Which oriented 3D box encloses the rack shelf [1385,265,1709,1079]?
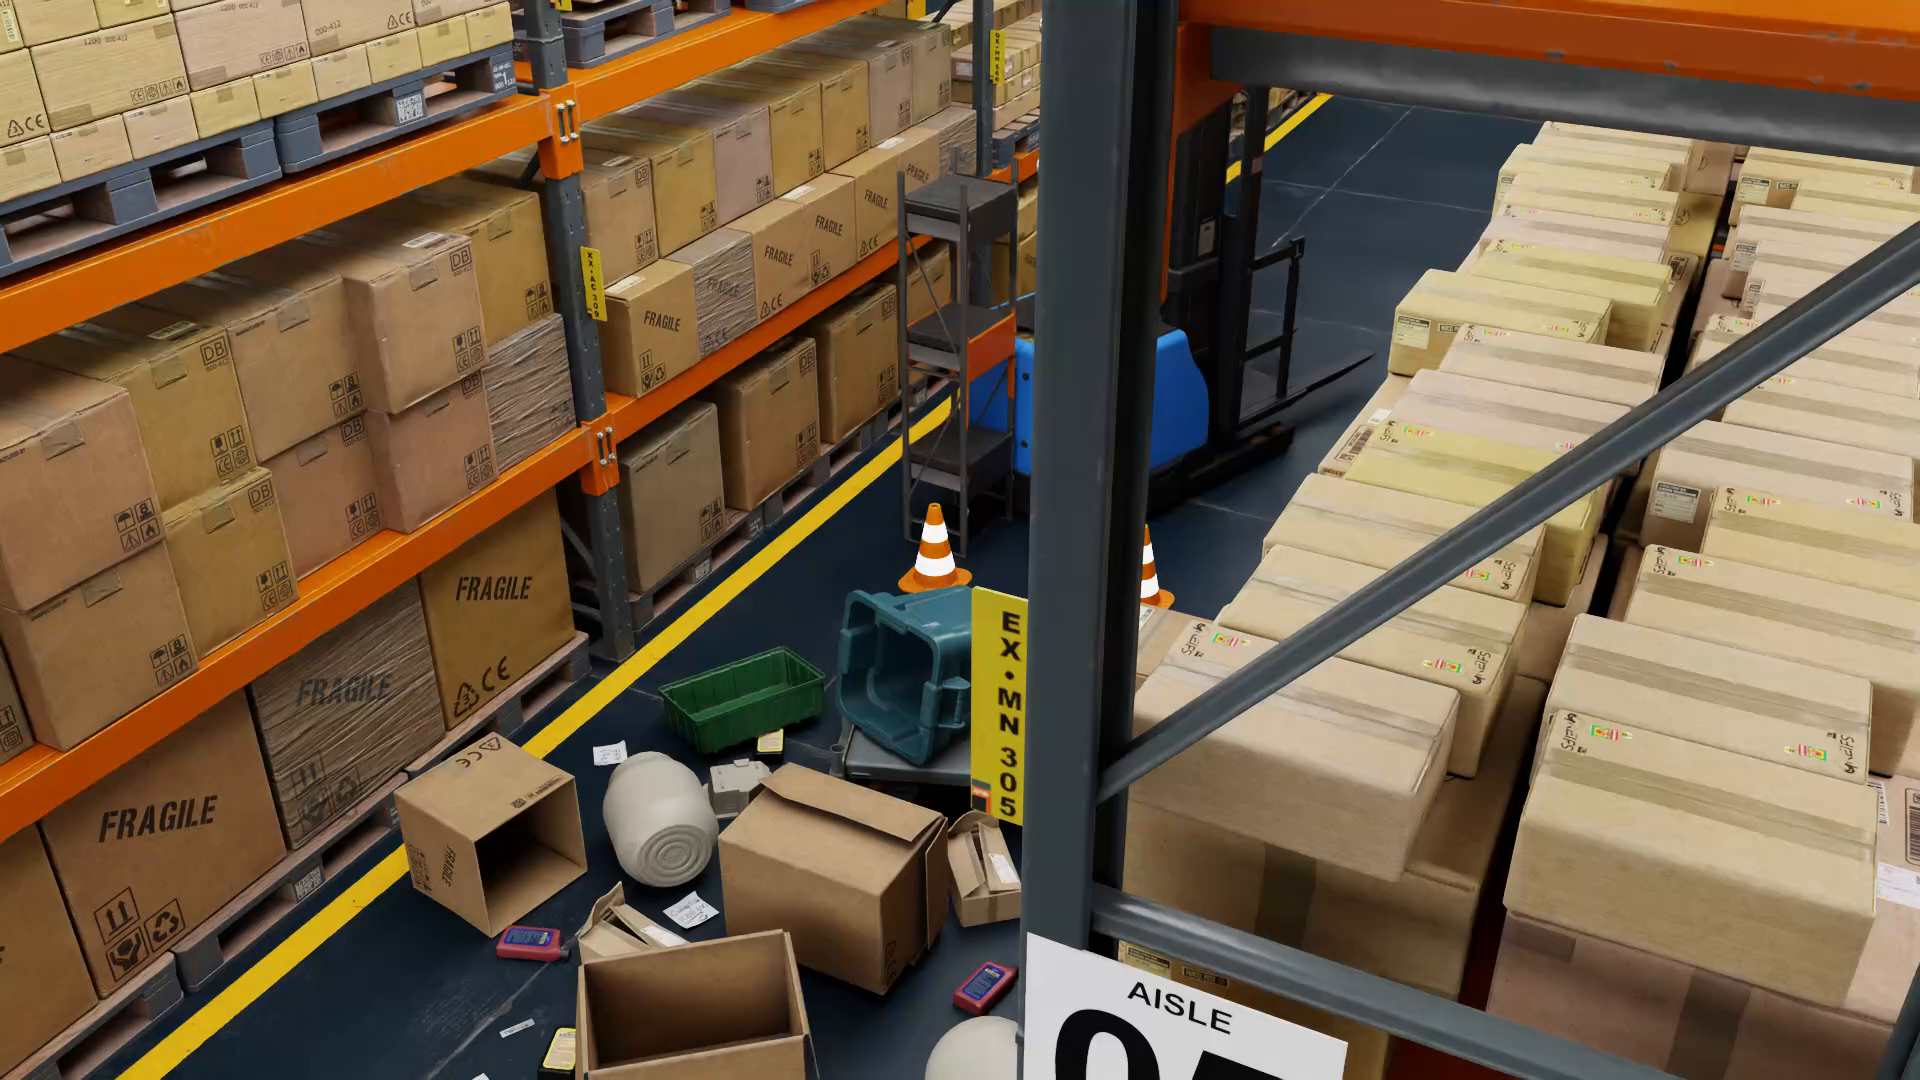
[{"bbox_3d":[1.455,0.150,3.687,1.077,0.370,4.000,14,33,23],"label":"rack shelf"}]

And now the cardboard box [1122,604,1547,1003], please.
[{"bbox_3d":[0.537,0.372,2.429,0.500,0.250,0.500,14,33,23],"label":"cardboard box"}]

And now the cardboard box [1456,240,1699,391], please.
[{"bbox_3d":[1.456,-0.530,4.001,0.500,0.250,0.500,15,33,24],"label":"cardboard box"}]

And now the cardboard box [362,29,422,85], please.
[{"bbox_3d":[-2.199,-1.783,6.060,0.380,0.149,0.250,15,33,24],"label":"cardboard box"}]

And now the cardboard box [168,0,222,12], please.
[{"bbox_3d":[-2.545,-1.796,5.282,0.380,0.149,0.250,14,33,23],"label":"cardboard box"}]

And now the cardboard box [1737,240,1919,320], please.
[{"bbox_3d":[1.885,-0.505,3.557,0.380,0.149,0.250,15,33,24],"label":"cardboard box"}]

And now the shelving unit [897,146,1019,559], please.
[{"bbox_3d":[-0.006,-0.963,8.819,0.431,2.100,0.503,17,34,28],"label":"shelving unit"}]

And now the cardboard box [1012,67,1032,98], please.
[{"bbox_3d":[0.256,-3.091,11.153,0.380,0.149,0.250,16,34,26],"label":"cardboard box"}]

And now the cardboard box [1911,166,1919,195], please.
[{"bbox_3d":[2.366,-0.963,4.354,0.380,0.149,0.250,13,33,22],"label":"cardboard box"}]

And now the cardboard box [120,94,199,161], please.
[{"bbox_3d":[-2.662,-1.333,5.277,0.380,0.149,0.250,14,33,23],"label":"cardboard box"}]

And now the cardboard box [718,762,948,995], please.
[{"bbox_3d":[-0.491,1.279,6.380,0.797,0.637,0.503,14,33,23],"label":"cardboard box"}]

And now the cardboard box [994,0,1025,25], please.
[{"bbox_3d":[0.261,-3.940,12.332,0.380,0.149,0.250,15,33,25],"label":"cardboard box"}]

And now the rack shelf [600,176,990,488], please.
[{"bbox_3d":[-1.175,-1.401,9.400,1.077,0.370,4.000,14,33,23],"label":"rack shelf"}]

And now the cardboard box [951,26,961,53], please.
[{"bbox_3d":[-0.213,-3.479,11.529,0.380,0.149,0.250,15,33,25],"label":"cardboard box"}]

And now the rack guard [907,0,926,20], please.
[{"bbox_3d":[-0.978,-6.243,19.619,1.175,0.500,0.348,14,33,23],"label":"rack guard"}]

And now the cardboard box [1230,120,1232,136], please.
[{"bbox_3d":[2.269,-3.771,15.246,0.380,0.149,0.250,14,33,22],"label":"cardboard box"}]

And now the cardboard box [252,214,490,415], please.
[{"bbox_3d":[-2.432,-0.934,6.629,0.875,0.550,0.550,14,33,23],"label":"cardboard box"}]

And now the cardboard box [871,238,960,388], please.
[{"bbox_3d":[-0.622,-1.556,10.786,1.050,0.750,0.750,14,33,23],"label":"cardboard box"}]

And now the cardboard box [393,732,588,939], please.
[{"bbox_3d":[-1.880,1.178,6.695,0.500,0.500,0.500,21,36,32],"label":"cardboard box"}]

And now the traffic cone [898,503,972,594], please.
[{"bbox_3d":[-0.131,0.022,8.747,0.336,0.463,0.334,14,33,23],"label":"traffic cone"}]

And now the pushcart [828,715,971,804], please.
[{"bbox_3d":[0.314,0.894,7.314,1.648,0.377,0.936,4,30,6],"label":"pushcart"}]

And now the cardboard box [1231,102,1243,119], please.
[{"bbox_3d":[2.394,-4.020,15.381,0.380,0.149,0.250,16,33,26],"label":"cardboard box"}]

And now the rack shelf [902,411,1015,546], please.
[{"bbox_3d":[-0.006,-0.345,9.174,0.431,0.518,0.480,17,34,28],"label":"rack shelf"}]

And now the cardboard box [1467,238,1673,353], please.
[{"bbox_3d":[1.298,-0.512,3.569,0.380,0.149,0.250,15,33,24],"label":"cardboard box"}]

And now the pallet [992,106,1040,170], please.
[{"bbox_3d":[-0.034,-2.856,11.405,1.213,0.211,1.003,14,33,23],"label":"pallet"}]

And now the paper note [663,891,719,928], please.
[{"bbox_3d":[-1.076,1.482,6.647,0.155,0.023,0.172,-25,38,-36],"label":"paper note"}]

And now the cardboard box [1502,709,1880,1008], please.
[{"bbox_3d":[0.888,0.376,2.022,0.380,0.149,0.250,14,33,23],"label":"cardboard box"}]

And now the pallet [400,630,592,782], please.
[{"bbox_3d":[-2.502,0.702,7.815,1.003,0.211,1.213,14,33,23],"label":"pallet"}]

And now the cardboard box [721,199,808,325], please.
[{"bbox_3d":[-1.148,-1.487,8.726,0.500,0.500,0.500,14,33,23],"label":"cardboard box"}]

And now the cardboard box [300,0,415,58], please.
[{"bbox_3d":[-2.313,-1.916,5.892,0.500,0.250,0.500,14,33,23],"label":"cardboard box"}]

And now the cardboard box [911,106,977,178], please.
[{"bbox_3d":[-0.230,-2.382,10.286,0.500,0.500,0.500,14,33,23],"label":"cardboard box"}]

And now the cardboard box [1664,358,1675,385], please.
[{"bbox_3d":[1.673,-0.517,4.378,0.380,0.149,0.250,15,33,25],"label":"cardboard box"}]

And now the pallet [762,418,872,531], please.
[{"bbox_3d":[-1.247,-0.519,9.942,1.003,0.211,1.213,14,33,23],"label":"pallet"}]

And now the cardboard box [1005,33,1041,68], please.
[{"bbox_3d":[0.355,-3.319,11.251,0.380,0.149,0.250,14,33,23],"label":"cardboard box"}]

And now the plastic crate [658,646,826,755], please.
[{"bbox_3d":[-0.999,0.742,7.711,0.662,0.188,0.450,-18,24,-28],"label":"plastic crate"}]

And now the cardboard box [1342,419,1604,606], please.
[{"bbox_3d":[0.848,-0.053,2.770,0.380,0.149,0.250,15,33,24],"label":"cardboard box"}]

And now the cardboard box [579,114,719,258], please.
[{"bbox_3d":[-1.633,-1.753,8.186,0.700,0.500,0.500,14,33,22],"label":"cardboard box"}]

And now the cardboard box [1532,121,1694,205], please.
[{"bbox_3d":[1.711,-0.983,4.389,0.380,0.149,0.250,13,32,22],"label":"cardboard box"}]

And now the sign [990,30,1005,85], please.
[{"bbox_3d":[0.231,-2.977,10.260,0.100,0.325,0.005,14,33,23],"label":"sign"}]

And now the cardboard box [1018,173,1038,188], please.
[{"bbox_3d":[0.496,-2.498,11.924,0.500,0.250,0.500,14,33,23],"label":"cardboard box"}]

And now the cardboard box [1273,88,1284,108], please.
[{"bbox_3d":[2.941,-4.337,16.231,0.380,0.149,0.250,13,32,21],"label":"cardboard box"}]

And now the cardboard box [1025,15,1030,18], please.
[{"bbox_3d":[0.376,-3.922,12.599,0.380,0.149,0.250,14,33,22],"label":"cardboard box"}]

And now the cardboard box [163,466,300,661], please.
[{"bbox_3d":[-2.977,-0.006,6.097,0.875,0.550,0.500,14,33,23],"label":"cardboard box"}]

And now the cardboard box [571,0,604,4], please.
[{"bbox_3d":[-1.589,-2.505,7.201,0.258,0.266,0.396,14,33,22],"label":"cardboard box"}]

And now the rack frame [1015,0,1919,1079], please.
[{"bbox_3d":[0.544,-0.576,1.217,1.000,3.000,0.127,14,33,23],"label":"rack frame"}]

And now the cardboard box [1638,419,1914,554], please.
[{"bbox_3d":[1.365,-0.062,2.785,0.380,0.149,0.250,14,33,23],"label":"cardboard box"}]

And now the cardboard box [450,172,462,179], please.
[{"bbox_3d":[-4.301,-3.331,13.751,1.225,0.875,0.875,13,32,21],"label":"cardboard box"}]

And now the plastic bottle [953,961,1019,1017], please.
[{"bbox_3d":[0.109,1.673,6.276,0.133,0.061,0.283,21,36,32],"label":"plastic bottle"}]

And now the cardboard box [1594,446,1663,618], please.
[{"bbox_3d":[1.462,0.042,3.004,0.500,0.250,0.500,15,33,25],"label":"cardboard box"}]

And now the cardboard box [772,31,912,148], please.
[{"bbox_3d":[-0.707,-2.655,9.757,0.700,0.500,0.500,14,33,23],"label":"cardboard box"}]

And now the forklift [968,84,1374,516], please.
[{"bbox_3d":[1.403,-1.907,9.627,3.031,2.935,1.130,-25,38,-37],"label":"forklift"}]

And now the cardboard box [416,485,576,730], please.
[{"bbox_3d":[-2.435,0.176,7.643,0.875,0.875,0.875,15,33,24],"label":"cardboard box"}]
